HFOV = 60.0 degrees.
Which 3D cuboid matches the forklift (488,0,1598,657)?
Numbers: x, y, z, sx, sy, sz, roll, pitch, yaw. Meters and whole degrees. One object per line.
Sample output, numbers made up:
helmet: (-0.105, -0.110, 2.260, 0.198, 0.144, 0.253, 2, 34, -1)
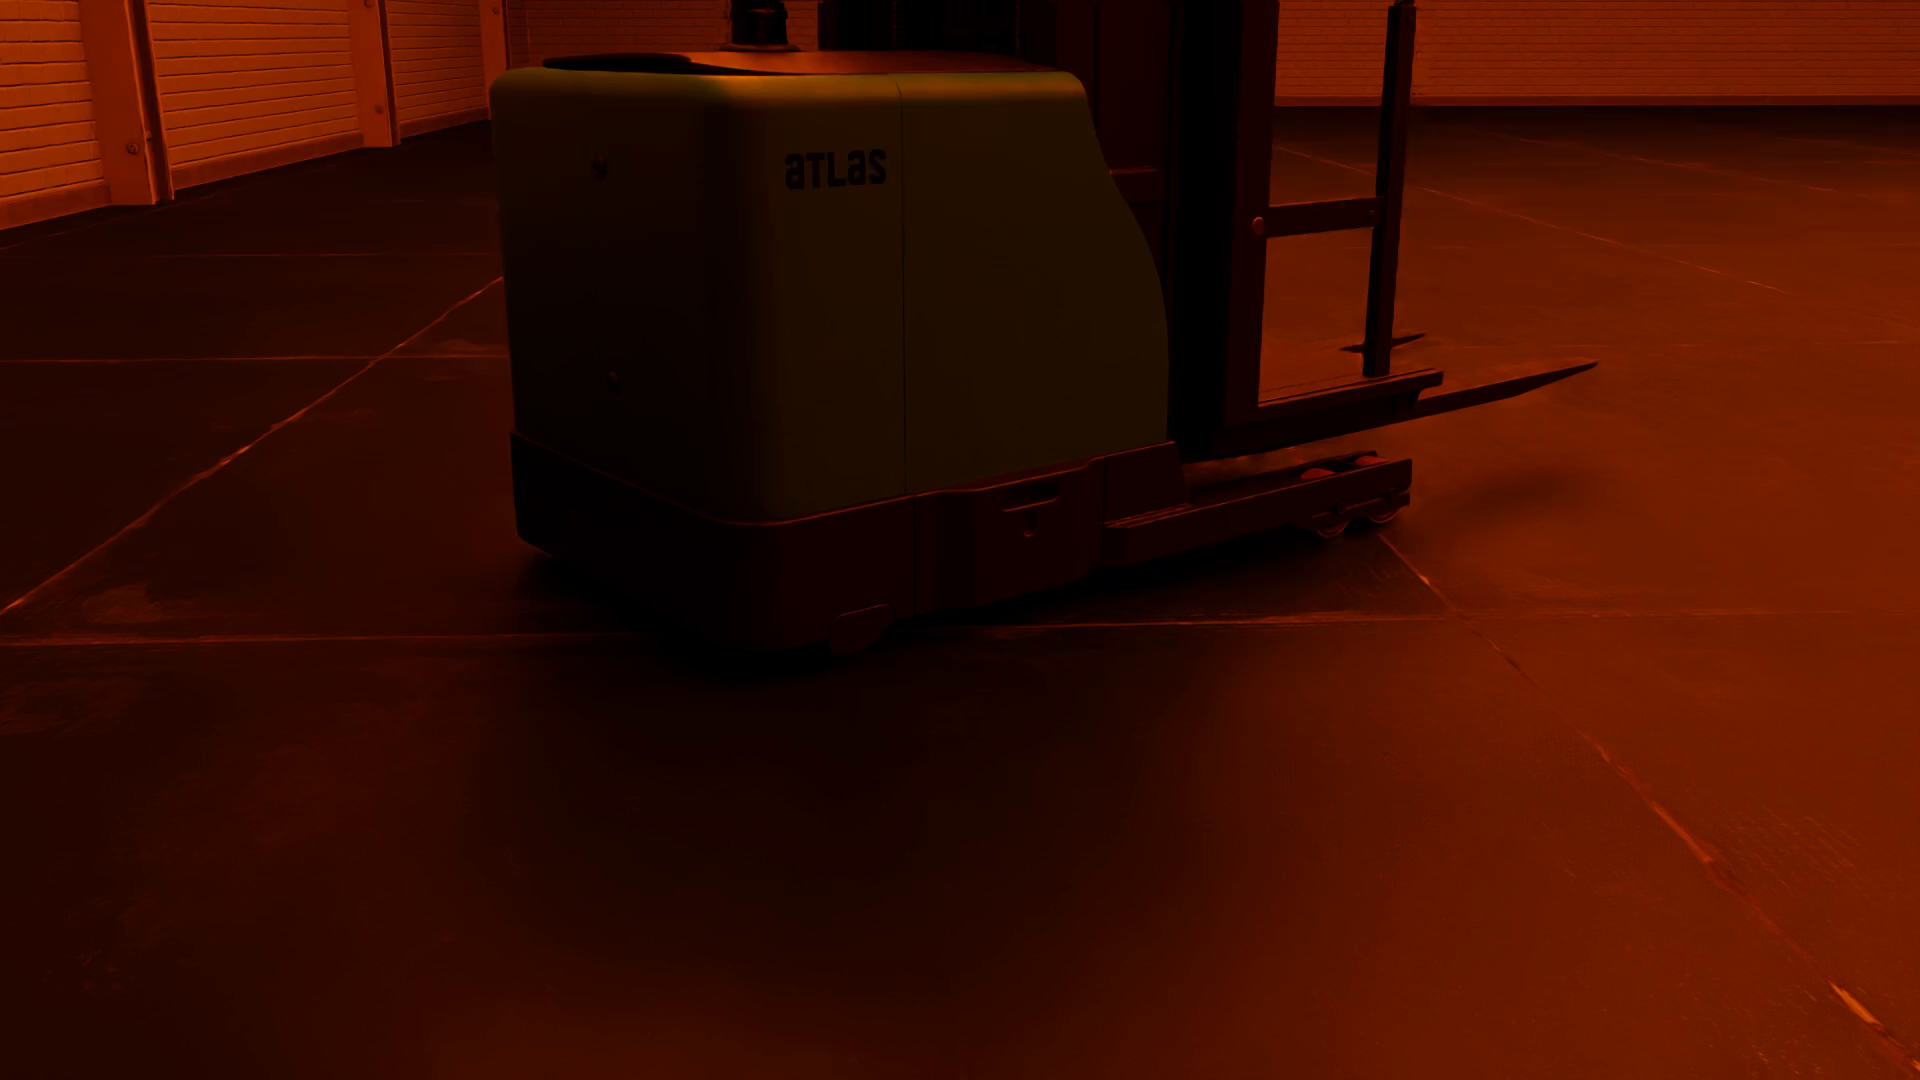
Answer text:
forklift: (0.477, -1.513, 3.854, 3.031, 2.935, 1.130, -13, 21, -36)
